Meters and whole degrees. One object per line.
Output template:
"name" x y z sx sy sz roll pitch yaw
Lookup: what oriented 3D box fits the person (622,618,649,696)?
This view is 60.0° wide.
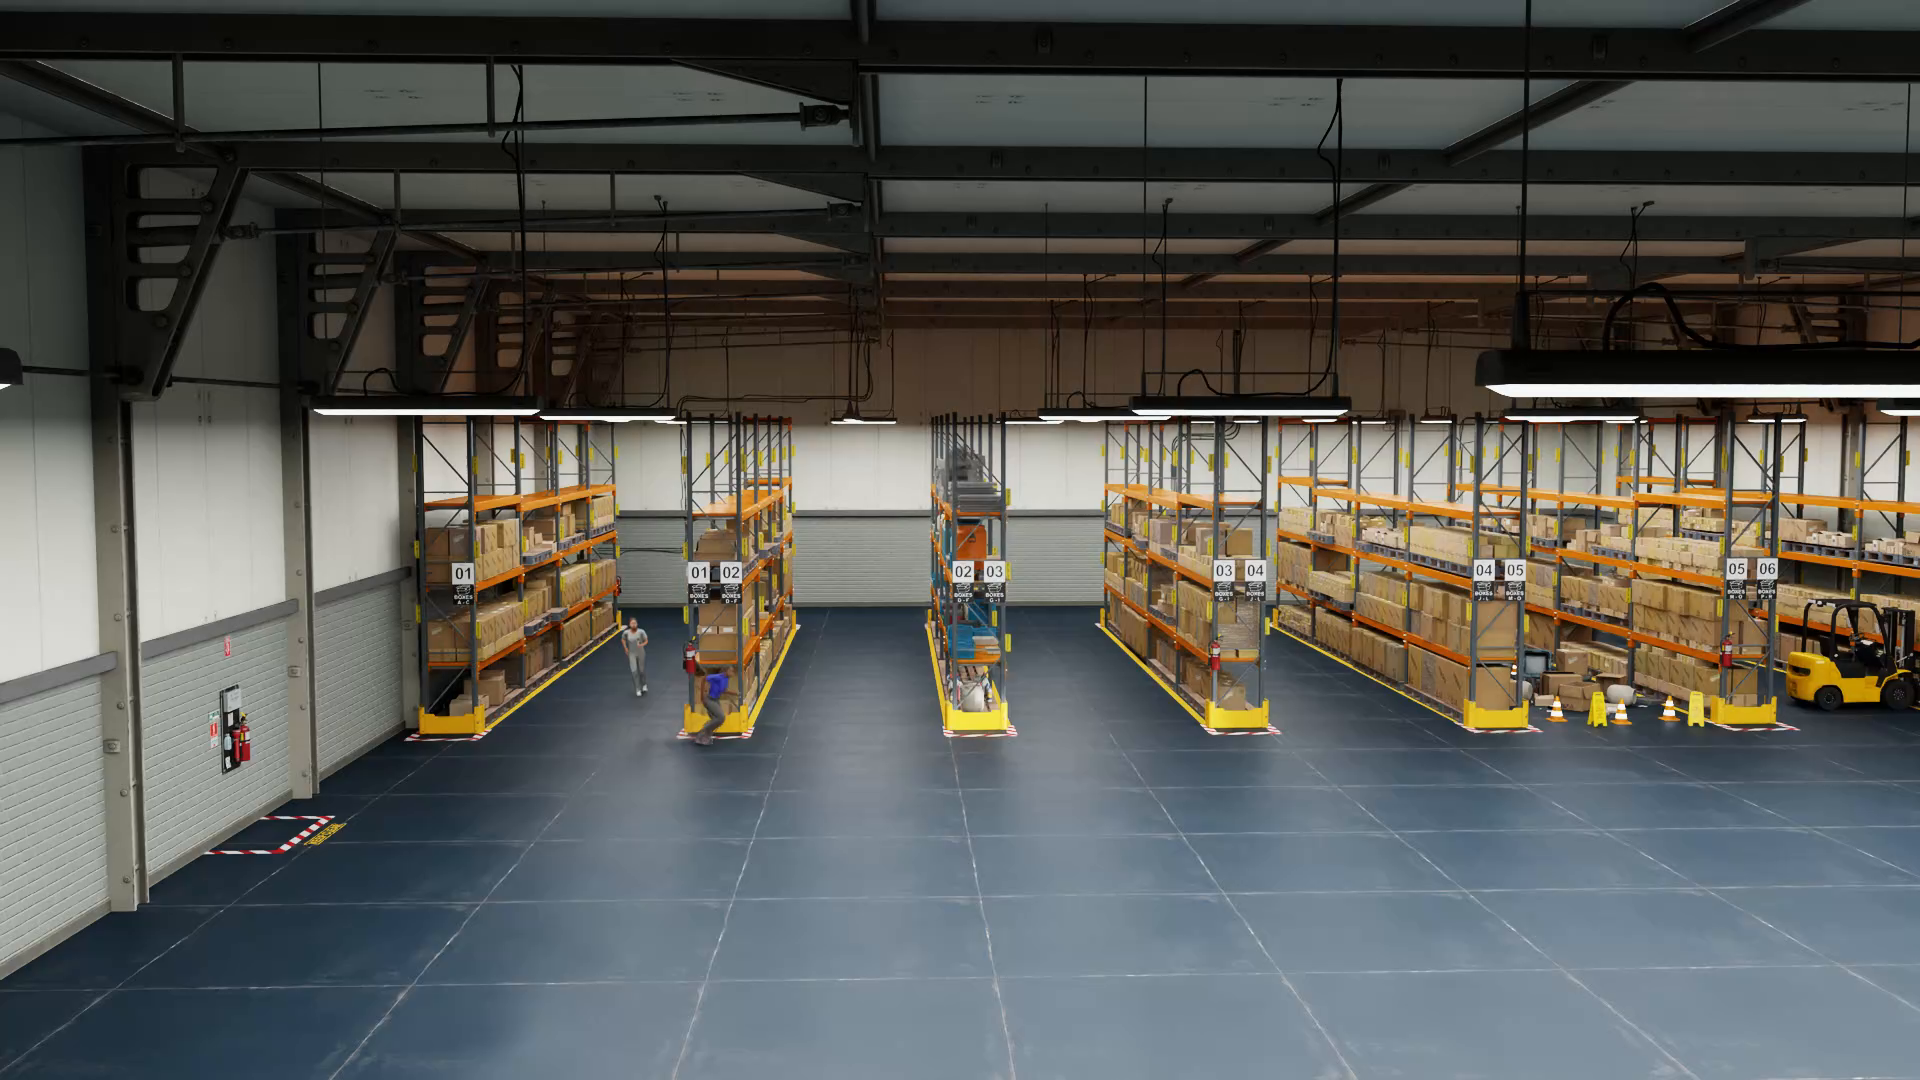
"person" -6.928 2.467 35.494 0.566 1.639 0.859 -1 4 -13

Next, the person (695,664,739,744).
"person" -4.392 2.947 29.806 0.866 1.488 0.610 1 4 20
